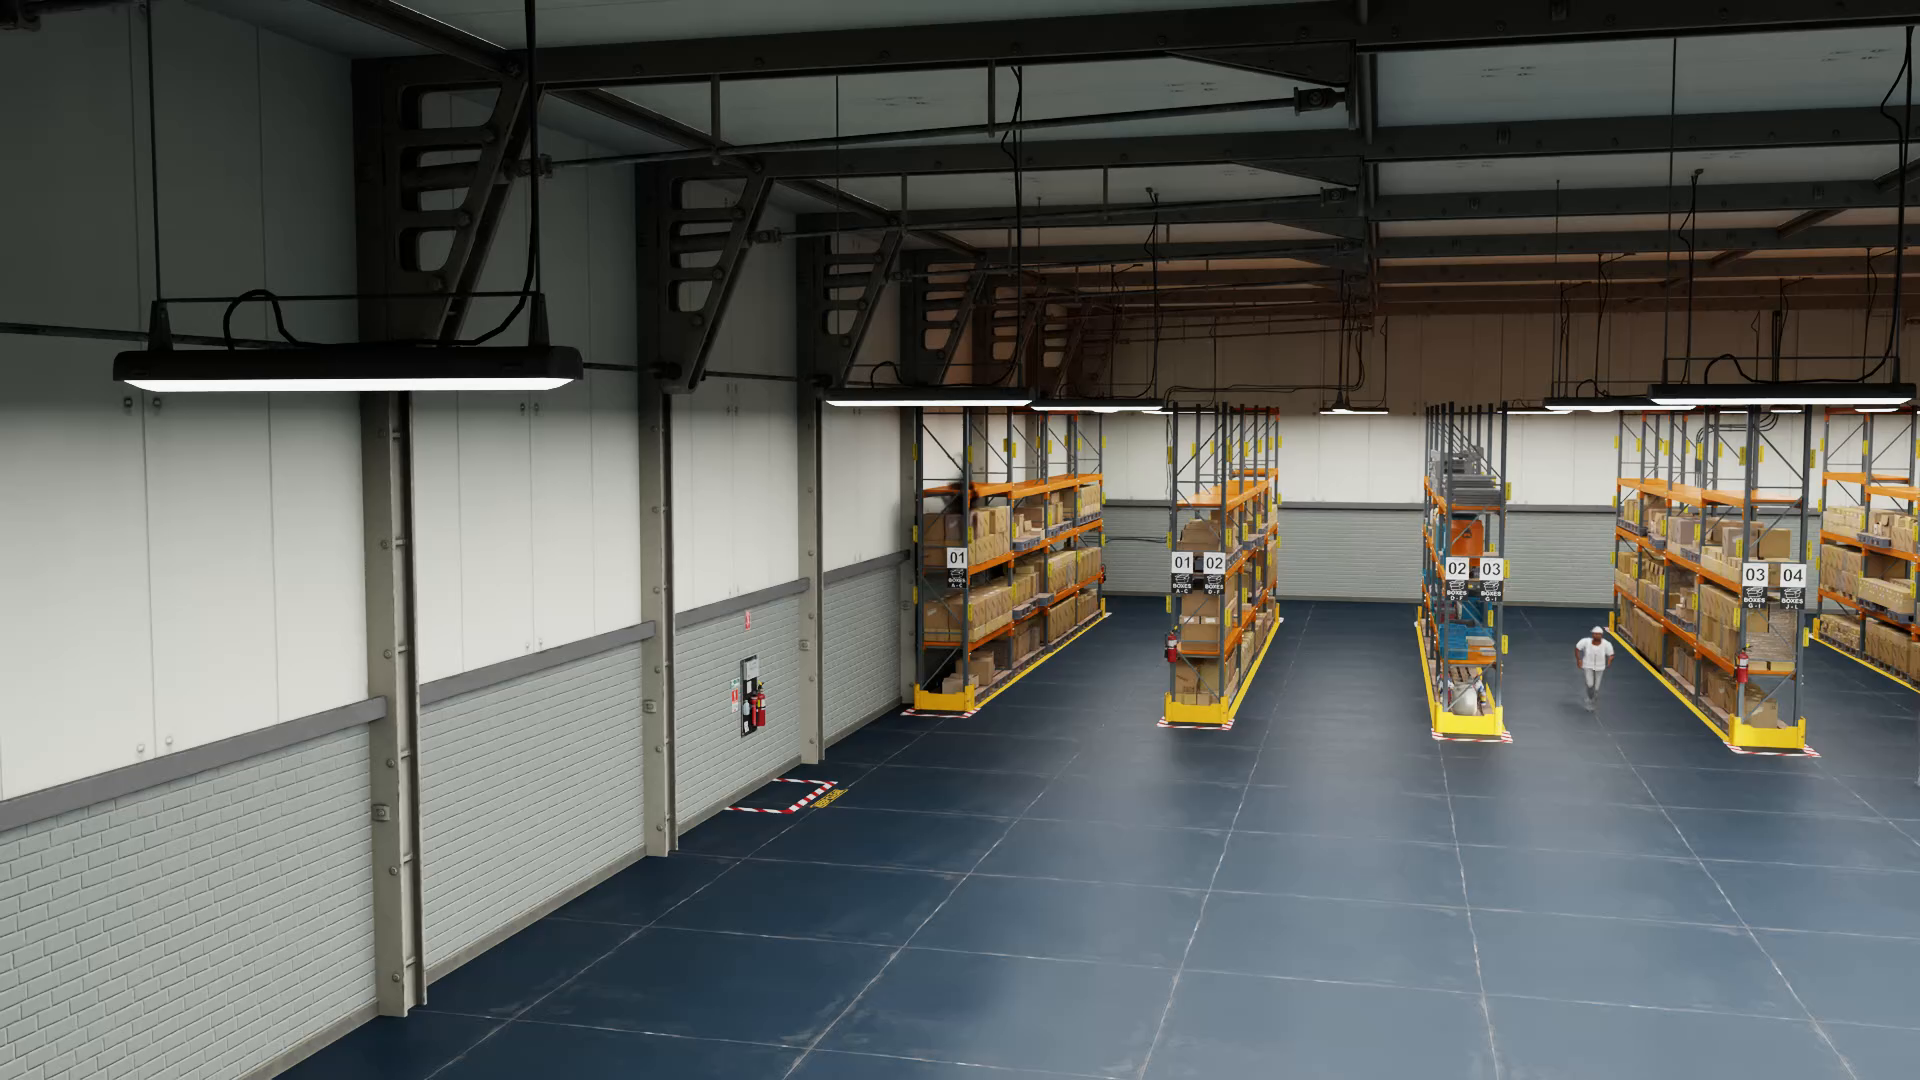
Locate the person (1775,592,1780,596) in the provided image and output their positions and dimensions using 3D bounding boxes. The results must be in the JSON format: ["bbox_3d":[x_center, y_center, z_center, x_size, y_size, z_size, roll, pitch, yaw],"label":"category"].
[{"bbox_3d":[22.117,1.554,44.548,0.621,1.800,0.722,3,5,38],"label":"person"}]

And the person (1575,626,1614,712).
[{"bbox_3d":[12.341,2.500,32.328,0.687,1.693,0.819,1,4,8],"label":"person"}]
